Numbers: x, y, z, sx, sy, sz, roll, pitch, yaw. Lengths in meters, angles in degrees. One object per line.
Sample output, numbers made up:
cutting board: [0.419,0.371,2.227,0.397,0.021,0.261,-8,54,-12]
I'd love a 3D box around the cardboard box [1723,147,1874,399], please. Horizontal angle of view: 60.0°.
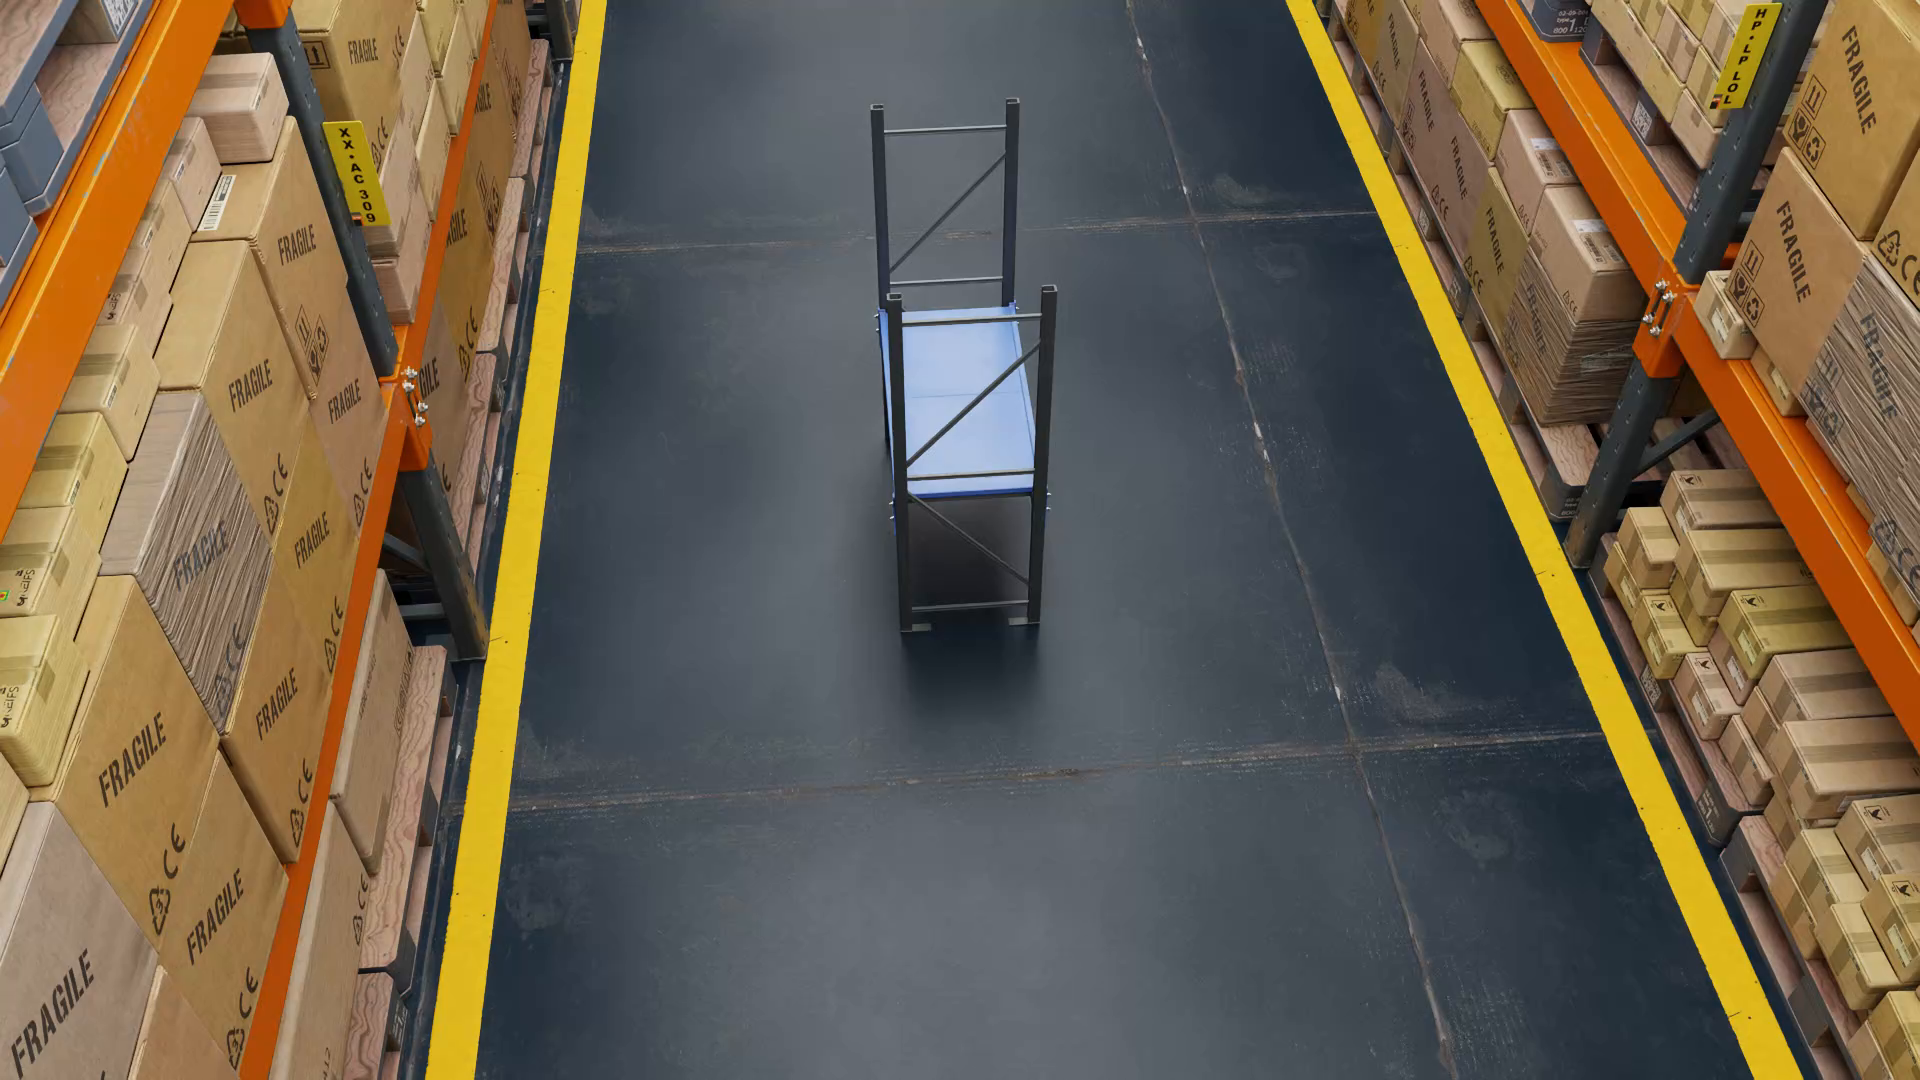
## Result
cardboard box: [2.547,-0.757,4.627,0.500,0.500,0.500,-4,47,-4]

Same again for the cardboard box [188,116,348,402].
cardboard box: [-1.853,-0.673,4.064,0.500,0.500,0.500,-4,47,-4]

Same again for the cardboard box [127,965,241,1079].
cardboard box: [-1.682,1.142,3.034,0.500,0.500,0.500,-4,47,-4]

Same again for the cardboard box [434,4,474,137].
cardboard box: [-2.014,-1.648,5.849,0.500,0.250,0.500,-4,47,-4]

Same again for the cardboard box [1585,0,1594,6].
cardboard box: [2.435,-2.078,6.035,0.380,0.149,0.250,-5,47,-5]

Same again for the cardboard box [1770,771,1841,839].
cardboard box: [2.654,0.769,4.925,0.380,0.149,0.250,-2,47,-1]

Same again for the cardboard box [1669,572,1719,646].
cardboard box: [2.578,0.199,5.465,0.380,0.149,0.250,-3,47,-3]

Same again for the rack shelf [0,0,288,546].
rack shelf: [-2.001,0.043,2.573,1.077,0.370,4.000,-3,47,-3]

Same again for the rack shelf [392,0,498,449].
rack shelf: [-2.335,-1.819,6.402,1.077,0.370,4.000,-3,47,-3]

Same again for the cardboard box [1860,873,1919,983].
cardboard box: [2.684,1.032,4.471,0.380,0.149,0.250,-3,47,-3]

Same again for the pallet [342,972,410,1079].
pallet: [-2.077,1.779,4.420,1.003,0.211,1.213,-3,47,-3]

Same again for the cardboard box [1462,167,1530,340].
cardboard box: [2.401,-1.170,6.724,0.500,0.500,0.500,-4,47,-4]

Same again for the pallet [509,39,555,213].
pallet: [-2.512,-1.980,7.980,1.003,0.211,1.213,-3,47,-3]

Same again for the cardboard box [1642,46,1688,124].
cardboard box: [2.503,-1.515,5.503,0.380,0.149,0.250,-3,47,-3]

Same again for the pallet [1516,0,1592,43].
pallet: [2.628,-2.392,6.581,1.003,0.211,1.213,-3,47,-3]

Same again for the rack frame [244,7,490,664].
rack frame: [-2.168,-0.620,4.771,1.000,3.000,0.127,-3,47,-3]

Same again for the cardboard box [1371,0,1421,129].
cardboard box: [2.272,-2.282,7.777,0.500,0.500,0.500,-3,47,-3]

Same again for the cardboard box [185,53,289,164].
cardboard box: [-1.825,-1.017,3.943,0.380,0.149,0.250,-4,47,-4]

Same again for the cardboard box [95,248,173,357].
cardboard box: [-1.861,-0.457,3.412,0.380,0.149,0.250,-4,47,-4]

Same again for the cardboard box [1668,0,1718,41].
cardboard box: [2.505,-1.729,5.296,0.380,0.149,0.250,-5,47,-4]

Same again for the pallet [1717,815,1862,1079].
pallet: [2.953,1.334,4.841,1.003,0.211,1.213,-3,47,-3]

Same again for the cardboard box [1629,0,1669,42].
cardboard box: [2.485,-1.800,5.568,0.380,0.149,0.250,-2,47,-2]

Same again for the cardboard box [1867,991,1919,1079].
cardboard box: [2.658,1.333,4.391,0.380,0.149,0.250,-1,47,-1]

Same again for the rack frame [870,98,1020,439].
rack frame: [-0.050,-0.945,6.112,0.500,1.500,0.032,-3,47,-3]

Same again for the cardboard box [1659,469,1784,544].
cardboard box: [2.579,-0.100,5.544,0.380,0.149,0.250,-2,47,-2]

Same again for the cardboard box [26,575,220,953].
cardboard box: [-1.733,0.425,3.024,0.500,0.500,0.500,-3,47,-3]

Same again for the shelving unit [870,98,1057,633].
shelving unit: [-0.007,-0.577,5.764,0.538,1.500,1.048,-3,47,-3]

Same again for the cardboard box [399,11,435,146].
cardboard box: [-1.995,-1.451,5.317,0.500,0.250,0.500,-3,47,-3]

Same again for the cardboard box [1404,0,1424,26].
cardboard box: [2.280,-2.550,7.515,0.500,0.250,0.500,-4,47,-4]

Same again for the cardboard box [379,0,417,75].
cardboard box: [-1.989,-1.700,5.037,0.500,0.500,0.500,-4,47,-4]

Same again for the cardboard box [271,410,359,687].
cardboard box: [-1.826,0.038,4.079,0.500,0.500,0.500,-5,47,-4]

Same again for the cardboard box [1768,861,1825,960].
cardboard box: [2.616,1.062,4.853,0.380,0.149,0.250,-5,47,-4]

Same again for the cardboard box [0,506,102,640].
cardboard box: [-1.746,0.088,2.896,0.380,0.149,0.250,-3,47,-3]

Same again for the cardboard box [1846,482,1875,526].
cardboard box: [2.641,-0.113,4.464,0.380,0.149,0.250,-5,47,-5]

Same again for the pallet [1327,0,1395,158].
pallet: [2.485,-2.363,8.343,1.003,0.211,1.213,-3,47,-3]

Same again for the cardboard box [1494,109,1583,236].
cardboard box: [2.412,-1.432,6.457,0.500,0.250,0.500,-1,47,-1]

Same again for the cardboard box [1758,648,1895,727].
cardboard box: [2.657,0.470,5.004,0.380,0.149,0.250,-5,47,-4]

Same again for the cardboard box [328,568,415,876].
cardboard box: [-2.222,0.578,5.112,0.875,0.438,0.875,-4,47,-4]

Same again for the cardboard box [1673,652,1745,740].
cardboard box: [2.561,0.495,5.390,0.380,0.149,0.250,-4,47,-3]

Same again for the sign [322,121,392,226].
sign: [-1.615,-0.979,4.461,0.100,0.325,0.005,-3,47,-3]

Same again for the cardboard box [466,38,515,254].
cardboard box: [-2.457,-1.777,7.041,0.875,0.875,0.875,-3,47,-3]

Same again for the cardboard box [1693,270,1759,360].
cardboard box: [2.454,-0.682,5.003,0.380,0.149,0.250,-2,47,-2]
